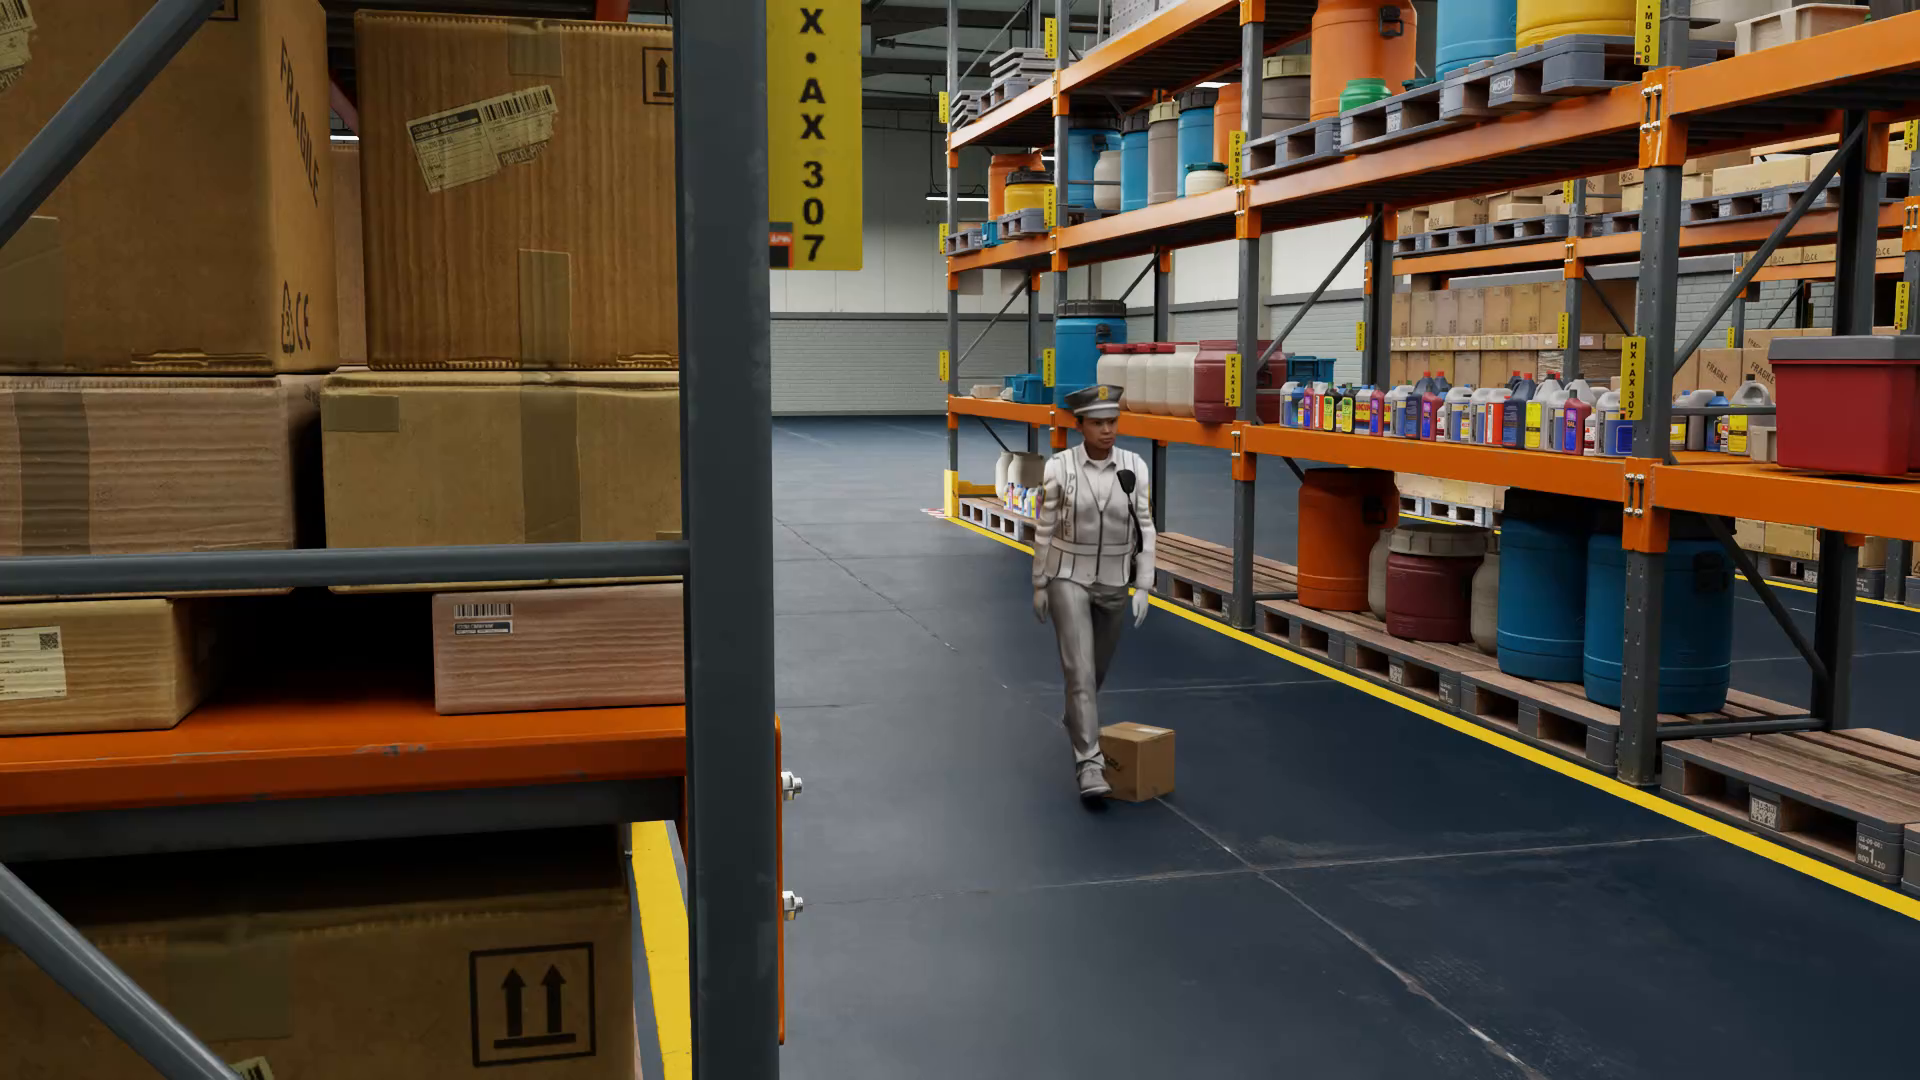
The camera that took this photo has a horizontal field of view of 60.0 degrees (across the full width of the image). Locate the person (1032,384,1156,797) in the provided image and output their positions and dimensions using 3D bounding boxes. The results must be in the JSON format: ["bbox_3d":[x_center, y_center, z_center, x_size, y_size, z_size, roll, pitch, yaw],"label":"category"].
[{"bbox_3d":[0.547,0.168,6.767,0.488,1.608,1.091,-1,6,-12],"label":"person"}]
